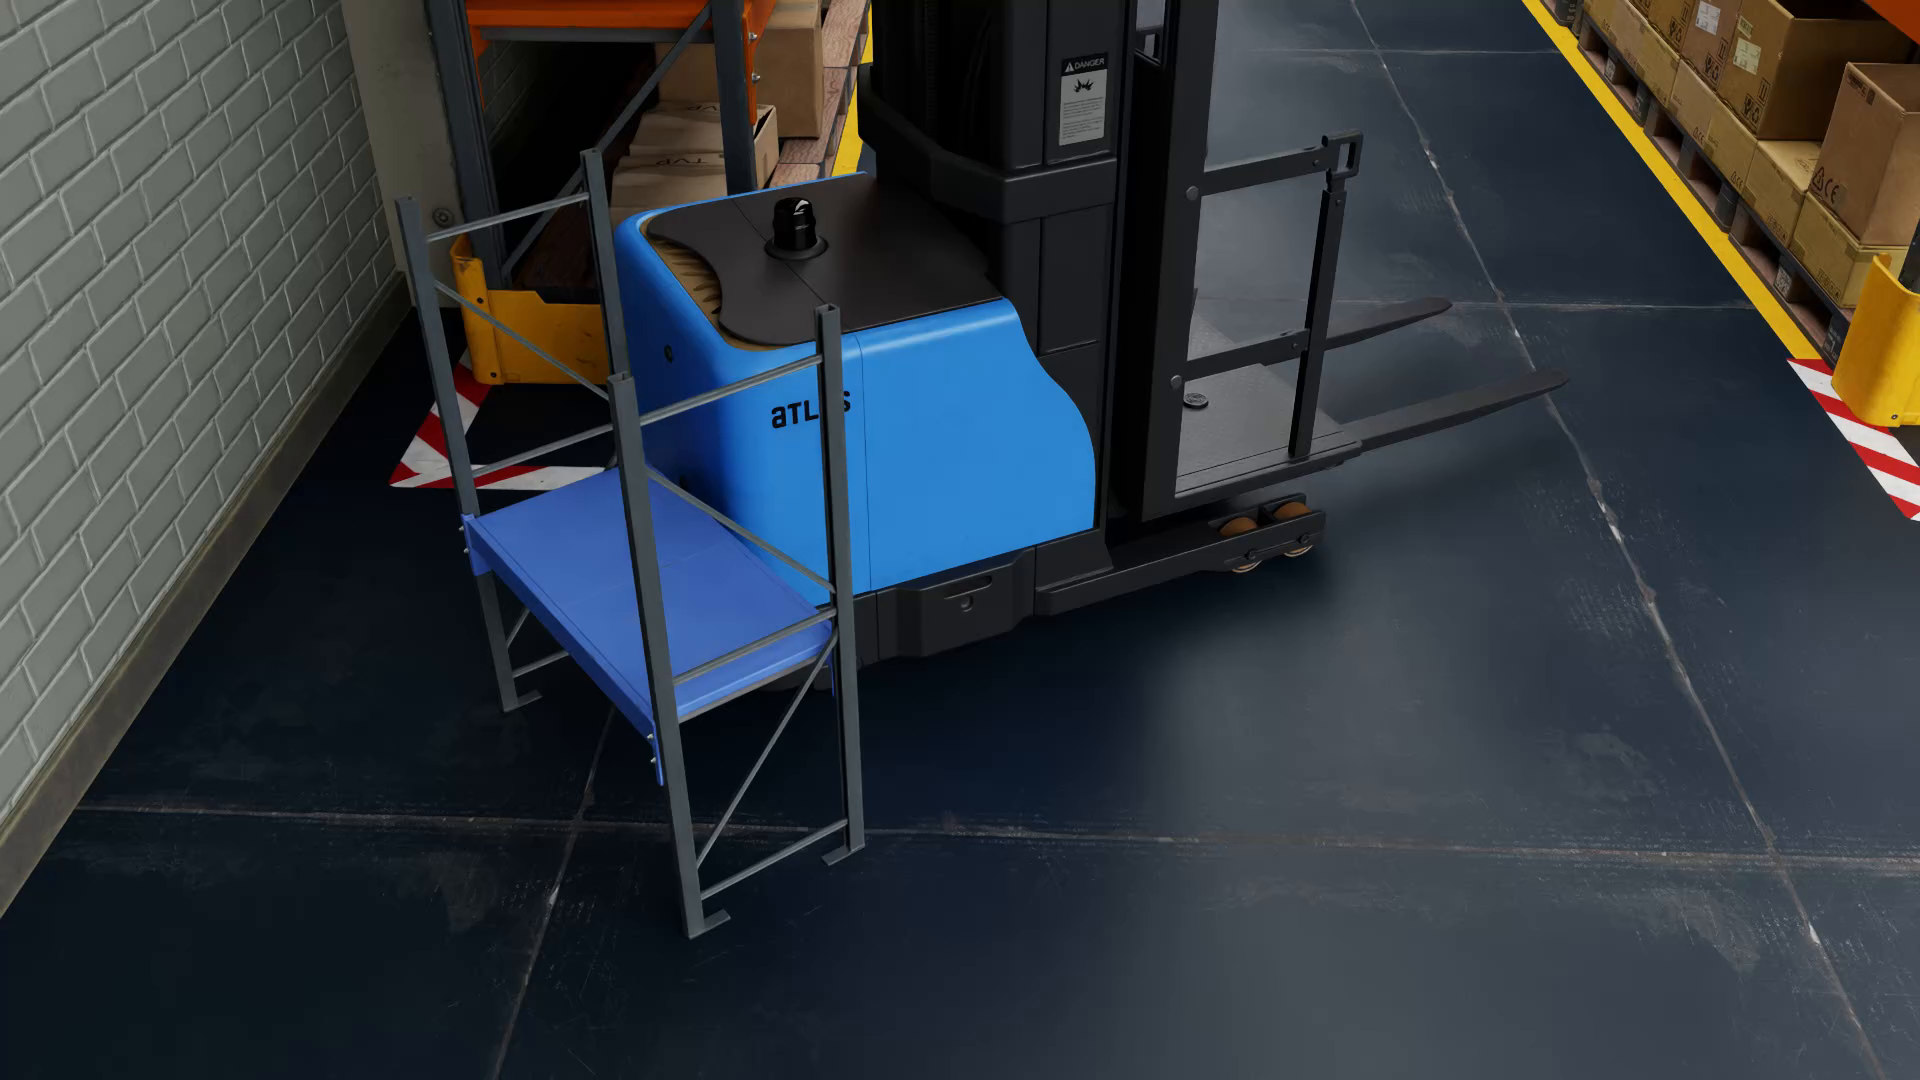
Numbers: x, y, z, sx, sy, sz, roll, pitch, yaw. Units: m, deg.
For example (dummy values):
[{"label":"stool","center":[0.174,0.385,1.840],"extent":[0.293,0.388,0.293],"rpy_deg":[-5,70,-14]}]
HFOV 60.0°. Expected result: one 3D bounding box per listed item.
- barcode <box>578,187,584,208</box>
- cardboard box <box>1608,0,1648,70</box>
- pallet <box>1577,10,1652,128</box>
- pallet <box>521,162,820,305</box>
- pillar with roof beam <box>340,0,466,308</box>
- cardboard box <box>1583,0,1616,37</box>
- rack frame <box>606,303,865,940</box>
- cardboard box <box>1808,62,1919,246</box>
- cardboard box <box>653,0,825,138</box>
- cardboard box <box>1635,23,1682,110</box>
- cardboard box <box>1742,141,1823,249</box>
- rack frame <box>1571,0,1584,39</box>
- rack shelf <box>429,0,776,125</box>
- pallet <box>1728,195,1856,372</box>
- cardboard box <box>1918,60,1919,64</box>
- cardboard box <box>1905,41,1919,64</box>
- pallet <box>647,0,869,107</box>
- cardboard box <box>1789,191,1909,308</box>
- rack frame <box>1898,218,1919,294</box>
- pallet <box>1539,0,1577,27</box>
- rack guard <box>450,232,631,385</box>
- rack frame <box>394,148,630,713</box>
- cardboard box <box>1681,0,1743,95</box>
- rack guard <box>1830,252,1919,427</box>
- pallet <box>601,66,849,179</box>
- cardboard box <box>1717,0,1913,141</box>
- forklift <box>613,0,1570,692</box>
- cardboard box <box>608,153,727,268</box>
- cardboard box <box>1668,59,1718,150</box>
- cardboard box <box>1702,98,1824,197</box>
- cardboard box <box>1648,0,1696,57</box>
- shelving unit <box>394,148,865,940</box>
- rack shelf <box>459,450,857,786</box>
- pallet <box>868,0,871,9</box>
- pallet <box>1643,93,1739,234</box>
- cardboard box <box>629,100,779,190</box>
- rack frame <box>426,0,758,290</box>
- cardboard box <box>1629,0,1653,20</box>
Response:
[{"label":"barcode","center":[-1.481,-1.336,6.491],"extent":[0.001,0.075,0.075],"rpy_deg":[1,35,2]},{"label":"cardboard box","center":[3.564,-2.524,8.259],"extent":[0.500,0.250,0.500],"rpy_deg":[1,35,2]},{"label":"pallet","center":[3.837,-2.427,8.519],"extent":[1.003,0.211,1.213],"rpy_deg":[1,35,2]},{"label":"pallet","center":[-1.129,-1.206,6.783],"extent":[1.003,0.211,1.213],"rpy_deg":[1,35,2]},{"label":"pillar with roof beam","center":[2.265,-4.615,3.990],"extent":[9.100,9.000,0.400],"rpy_deg":[1,35,2]},{"label":"cardboard box","center":[3.589,-2.811,8.667],"extent":[0.500,0.250,0.500],"rpy_deg":[1,35,2]},{"label":"rack frame","center":[-0.446,0.234,3.613],"extent":[0.500,1.500,0.032],"rpy_deg":[-24,41,-30]},{"label":"cardboard box","center":[3.474,-1.394,5.999],"extent":[0.500,0.500,0.500],"rpy_deg":[1,35,2]},{"label":"cardboard box","center":[-0.980,-2.138,7.475],"extent":[0.700,0.500,0.500],"rpy_deg":[-1,35,-1]},{"label":"cardboard box","center":[3.539,-2.237,7.850],"extent":[0.500,0.250,0.500],"rpy_deg":[1,35,2]},{"label":"cardboard box","center":[3.484,-1.375,6.624],"extent":[0.500,0.250,0.500],"rpy_deg":[1,35,2]},{"label":"rack frame","center":[3.911,-4.024,8.366],"extent":[1.000,3.000,0.127],"rpy_deg":[1,35,2]},{"label":"rack shelf","center":[-1.120,-2.692,7.098],"extent":[1.077,0.370,4.000],"rpy_deg":[1,35,2]},{"label":"pallet","center":[3.739,-1.025,6.525],"extent":[1.003,0.211,1.213],"rpy_deg":[1,35,2]},{"label":"cardboard box","center":[4.012,-1.669,6.391],"extent":[0.500,0.500,0.500],"rpy_deg":[1,35,2]},{"label":"cardboard box","center":[4.019,-1.957,6.800],"extent":[0.500,0.500,0.500],"rpy_deg":[1,35,2]},{"label":"pallet","center":[-1.031,-2.608,8.778],"extent":[1.003,0.211,1.213],"rpy_deg":[1,35,2]},{"label":"cardboard box","center":[3.476,-1.087,6.214],"extent":[0.500,0.250,0.500],"rpy_deg":[1,35,2]},{"label":"rack frame","center":[3.750,-1.725,5.096],"extent":[1.000,3.000,0.127],"rpy_deg":[1,35,2]},{"label":"pallet","center":[3.901,-3.307,9.772],"extent":[1.003,0.211,1.213],"rpy_deg":[1,35,2]},{"label":"rack guard","center":[-1.197,-0.859,6.037],"extent":[1.175,0.500,0.348],"rpy_deg":[1,35,2]},{"label":"rack frame","center":[-1.062,-0.231,4.275],"extent":[0.500,1.500,0.032],"rpy_deg":[-24,41,-30]},{"label":"cardboard box","center":[3.521,-2.256,7.226],"extent":[0.500,0.500,0.500],"rpy_deg":[1,35,2]},{"label":"rack guard","center":[3.749,-0.689,5.796],"extent":[1.175,0.500,0.348],"rpy_deg":[1,35,2]},{"label":"pallet","center":[-1.077,-1.906,7.778],"extent":[1.003,0.211,1.213],"rpy_deg":[1,35,2]},{"label":"cardboard box","center":[3.500,-1.969,6.817],"extent":[0.500,0.500,0.500],"rpy_deg":[1,35,2]},{"label":"forklift","center":[0.565,-1.357,4.632],"extent":[3.031,2.935,1.130],"rpy_deg":[-16,38,-21]},{"label":"cardboard box","center":[-1.082,-1.313,6.465],"extent":[0.500,0.311,0.500],"rpy_deg":[-2,35,-3]},{"label":"cardboard box","center":[3.524,-1.949,7.441],"extent":[0.500,0.250,0.500],"rpy_deg":[1,35,2]},{"label":"cardboard box","center":[3.503,-1.662,7.032],"extent":[0.500,0.250,0.500],"rpy_deg":[1,35,2]},{"label":"cardboard box","center":[3.539,-2.544,7.634],"extent":[0.500,0.500,0.500],"rpy_deg":[1,35,2]},{"label":"shelving unit","center":[-0.754,0.001,3.944],"extent":[0.538,1.500,1.048],"rpy_deg":[-24,41,-30]},{"label":"rack shelf","center":[-0.754,0.149,4.047],"extent":[0.538,0.185,1.000],"rpy_deg":[-24,41,-30]},{"label":"pallet","center":[-1.009,-3.442,9.964],"extent":[1.003,0.211,1.213],"rpy_deg":[1,35,2]},{"label":"pallet","center":[3.791,-1.724,7.519],"extent":[1.003,0.211,1.213],"rpy_deg":[1,35,2]},{"label":"cardboard box","center":[-1.059,-1.641,6.932],"extent":[0.500,0.311,0.500],"rpy_deg":[4,35,6]},{"label":"rack frame","center":[-1.200,-1.838,5.256],"extent":[1.000,3.000,0.127],"rpy_deg":[1,35,2]},{"label":"cardboard box","center":[3.567,-2.831,8.043],"extent":[0.500,0.500,0.500],"rpy_deg":[1,35,2]}]
